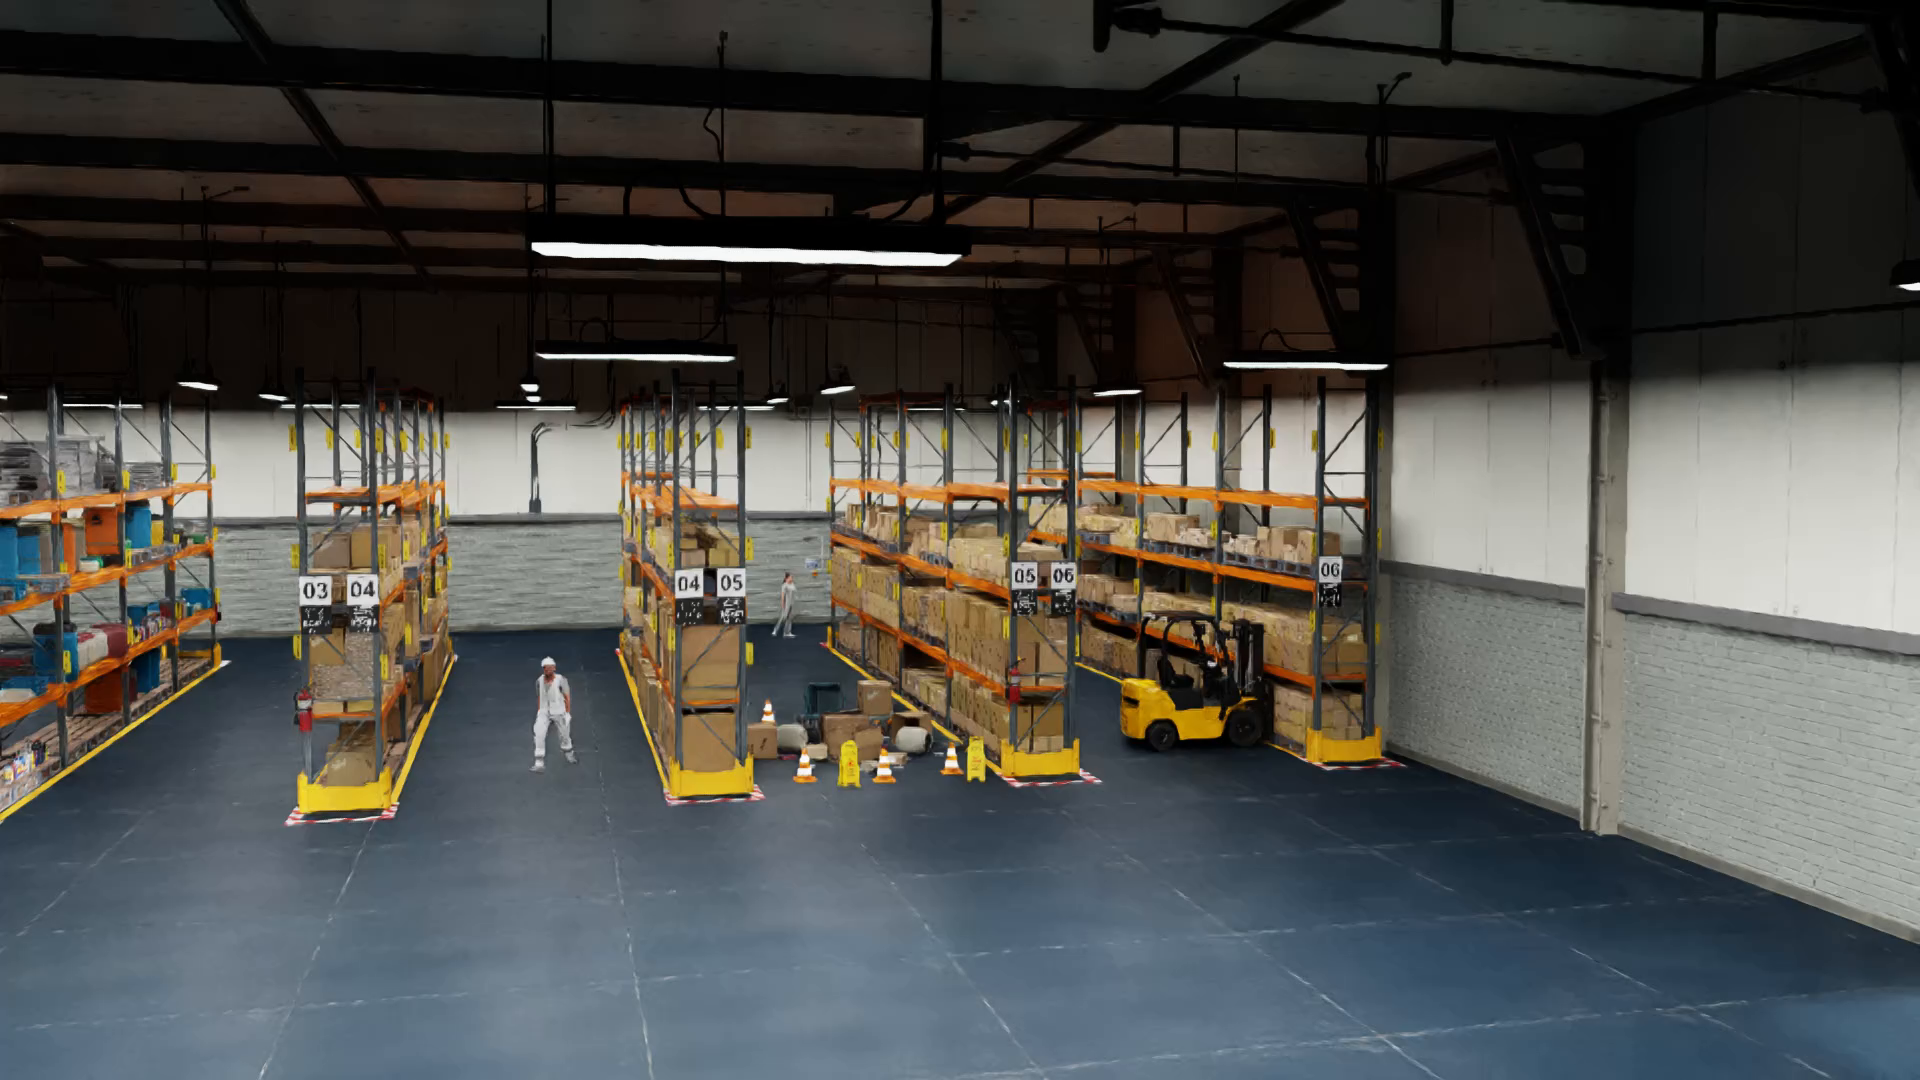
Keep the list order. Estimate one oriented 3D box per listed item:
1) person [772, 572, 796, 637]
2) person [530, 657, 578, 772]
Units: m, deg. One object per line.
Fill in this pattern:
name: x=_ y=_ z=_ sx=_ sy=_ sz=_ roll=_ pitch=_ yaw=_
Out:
person: x=-4.491 y=1.640 z=42.388 sx=0.494 sy=1.665 sz=0.639 roll=2 pitch=4 yaw=36
person: x=-6.197 y=2.633 z=25.326 sx=0.596 sy=1.735 sz=0.987 roll=0 pitch=3 yaw=6
